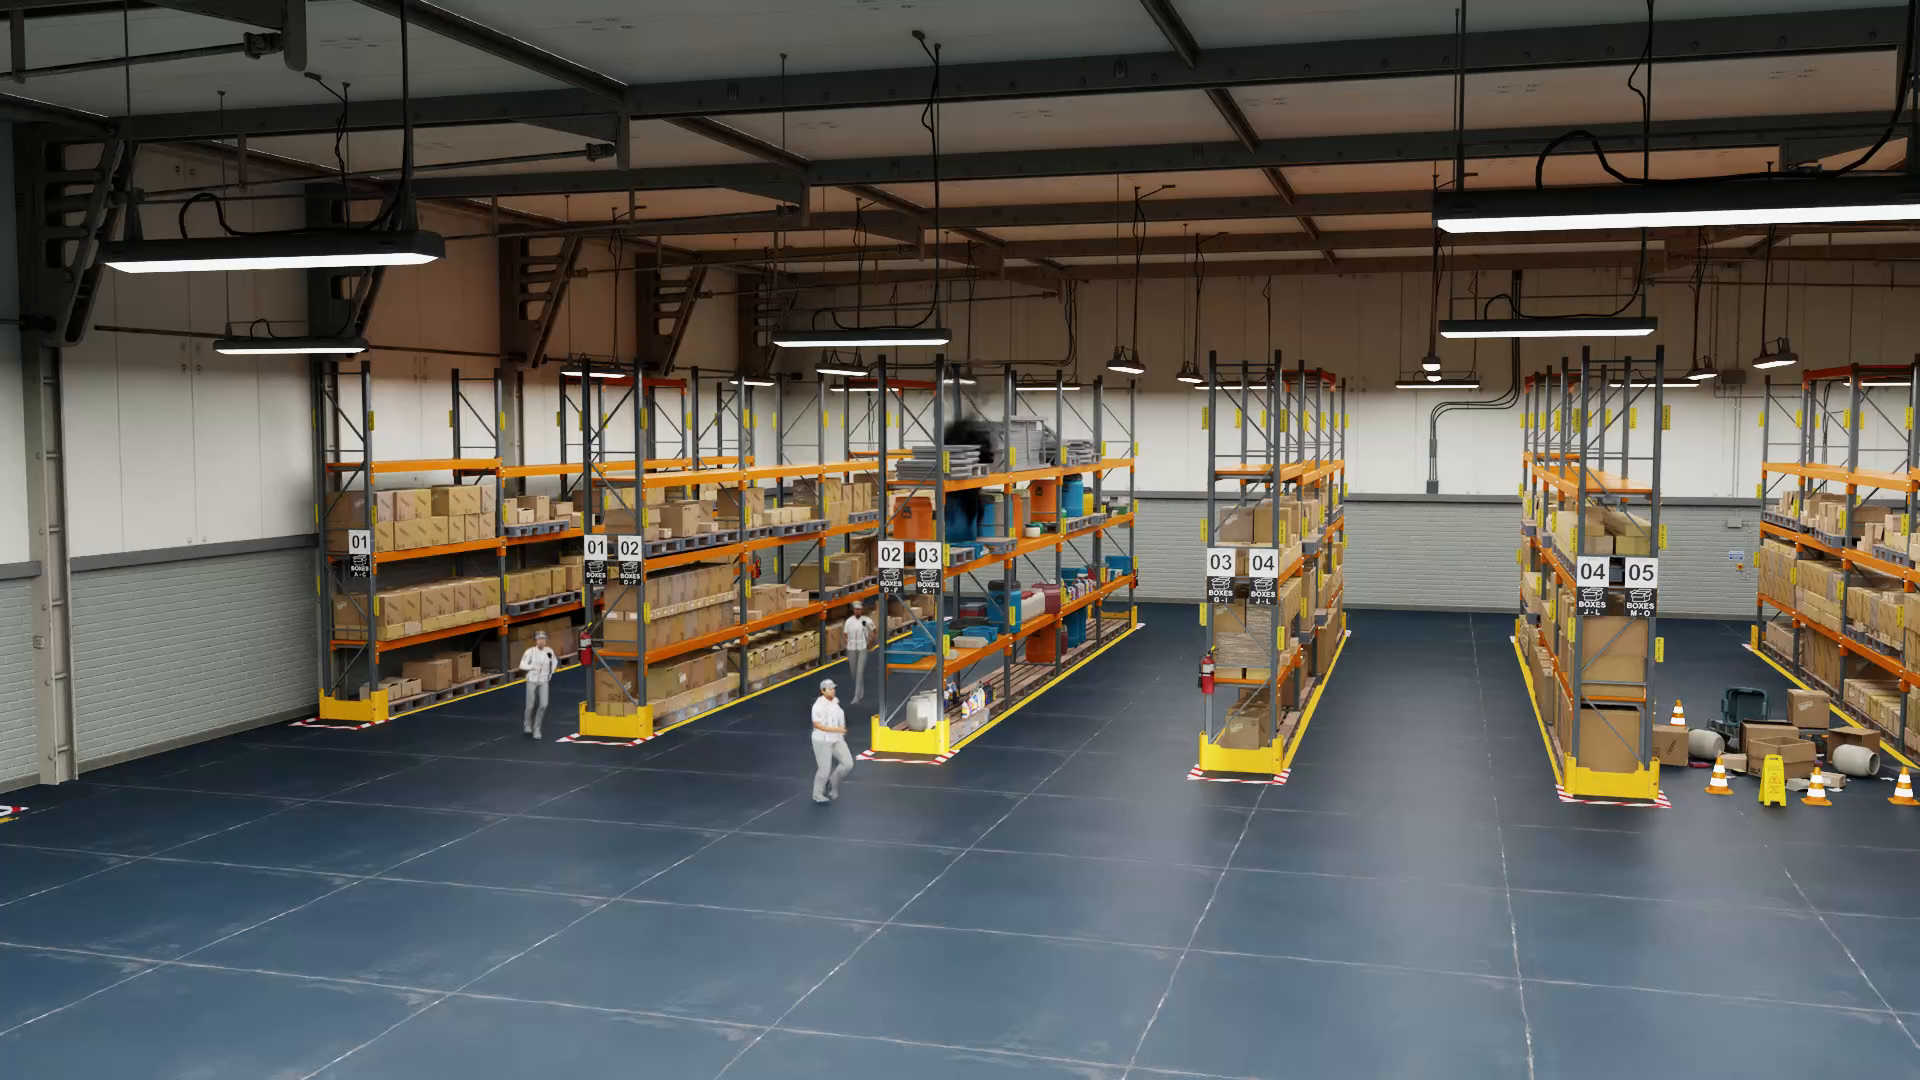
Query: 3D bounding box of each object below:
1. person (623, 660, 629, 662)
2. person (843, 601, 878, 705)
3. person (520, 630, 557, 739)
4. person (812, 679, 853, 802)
[{"bbox_3d":[-5.970,2.061,30.415,0.538,1.557,0.549,1,4,8],"label":"person"},{"bbox_3d":[-1.710,1.875,28.082,0.579,1.708,0.784,1,4,10],"label":"person"},{"bbox_3d":[-6.669,2.291,26.379,0.612,1.740,0.703,-2,4,-21],"label":"person"},{"bbox_3d":[-1.666,2.629,21.732,0.616,1.608,0.612,4,5,41],"label":"person"}]
